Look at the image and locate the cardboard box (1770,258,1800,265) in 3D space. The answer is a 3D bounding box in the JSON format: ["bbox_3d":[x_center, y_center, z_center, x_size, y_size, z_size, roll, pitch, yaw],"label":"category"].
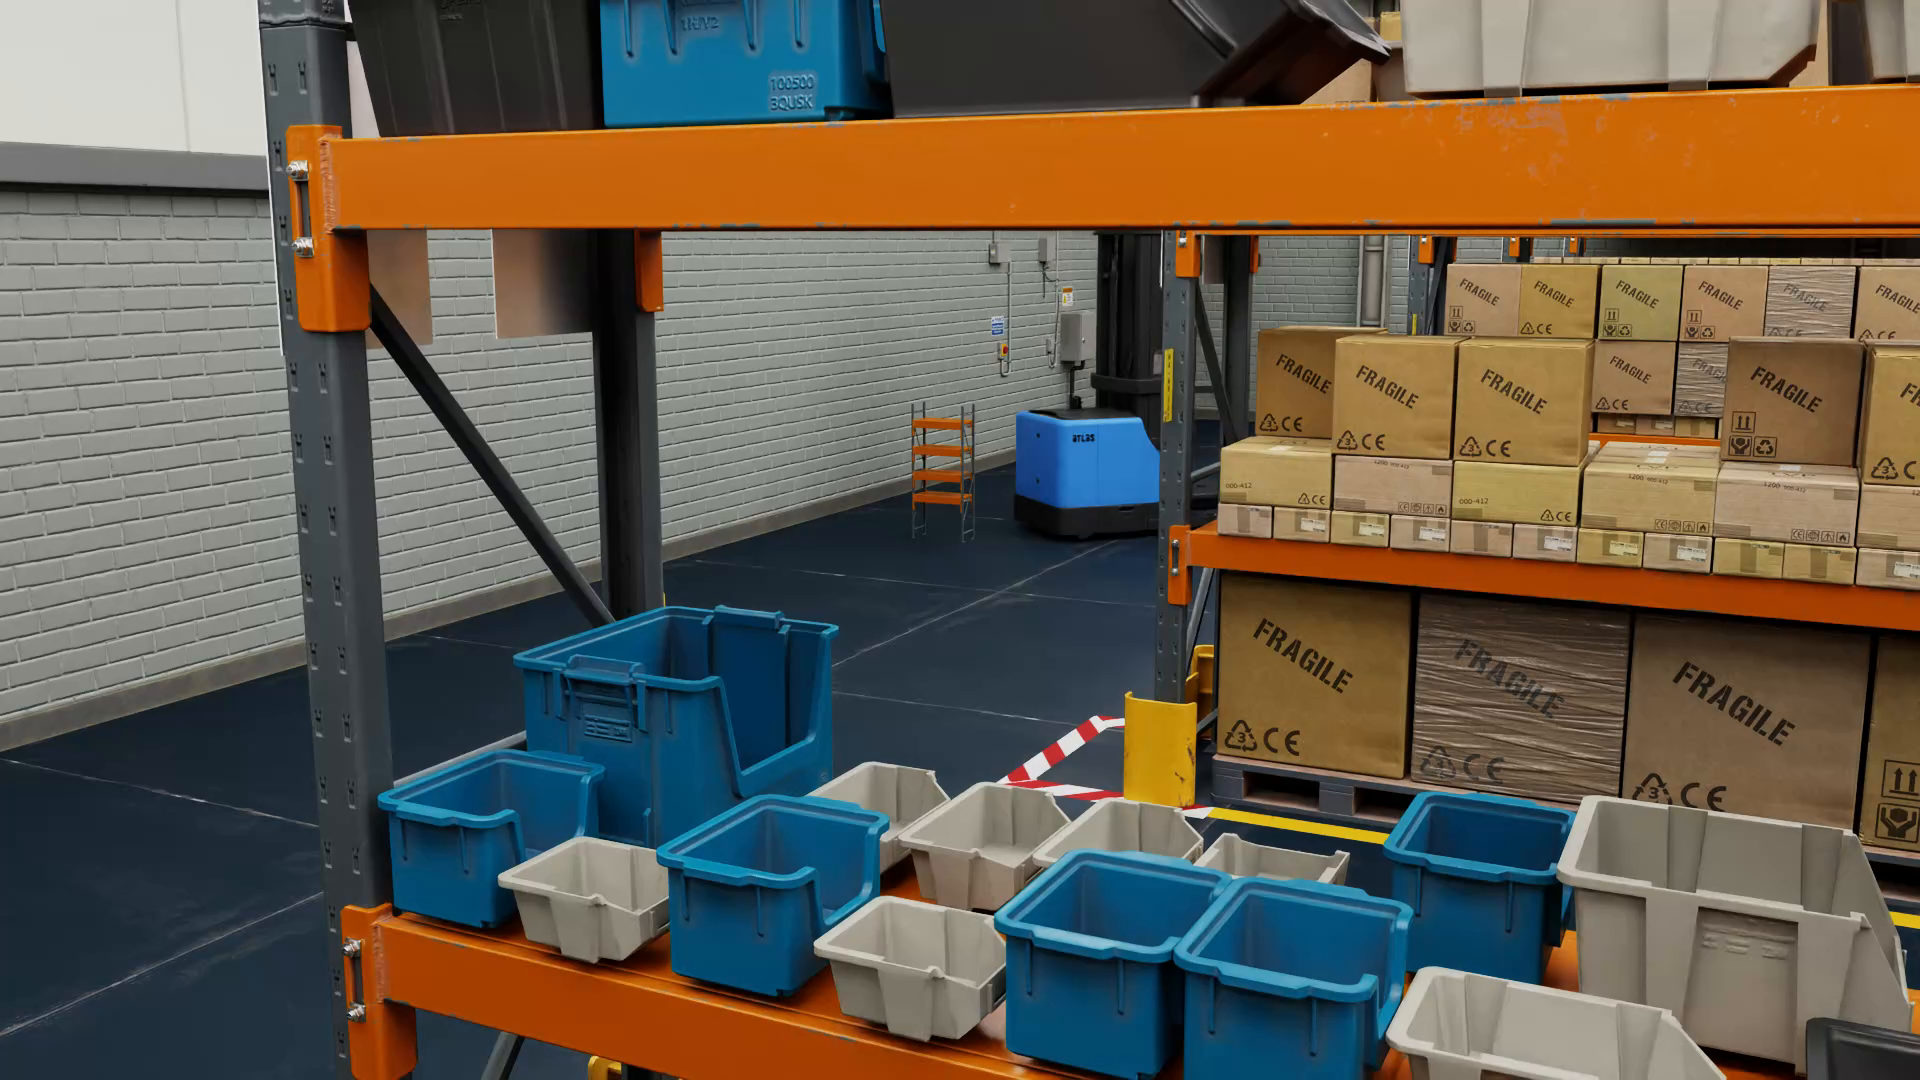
[{"bbox_3d":[7.629,-2.533,15.395,0.250,0.149,0.380,5,11,25],"label":"cardboard box"}]

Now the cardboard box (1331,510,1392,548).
[{"bbox_3d":[1.825,-0.077,7.436,0.250,0.149,0.380,5,11,24],"label":"cardboard box"}]

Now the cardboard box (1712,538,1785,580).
[{"bbox_3d":[3.208,0.045,6.765,0.250,0.149,0.380,5,11,25],"label":"cardboard box"}]

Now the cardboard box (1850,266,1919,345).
[{"bbox_3d":[6.057,-1.511,10.735,0.500,0.500,0.500,5,11,24],"label":"cardboard box"}]

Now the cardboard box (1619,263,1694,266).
[{"bbox_3d":[4.923,-1.717,11.871,0.500,0.500,0.500,6,12,29],"label":"cardboard box"}]

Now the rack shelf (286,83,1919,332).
[{"bbox_3d":[0.794,-0.494,2.637,4.000,0.370,1.077,5,11,26],"label":"rack shelf"}]

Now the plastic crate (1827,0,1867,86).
[{"bbox_3d":[1.595,-0.768,2.496,0.590,0.269,0.497,5,11,26],"label":"plastic crate"}]

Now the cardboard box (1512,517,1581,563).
[{"bbox_3d":[2.519,-0.016,7.100,0.250,0.149,0.380,5,11,25],"label":"cardboard box"}]

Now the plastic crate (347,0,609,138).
[{"bbox_3d":[-0.777,-0.867,3.041,0.590,0.269,0.497,5,11,26],"label":"plastic crate"}]

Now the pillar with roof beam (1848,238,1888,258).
[{"bbox_3d":[9.227,-4.845,16.232,0.400,9.000,9.100,5,11,26],"label":"pillar with roof beam"}]

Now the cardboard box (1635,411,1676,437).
[{"bbox_3d":[4.821,-0.813,11.504,0.250,0.149,0.380,5,11,25],"label":"cardboard box"}]

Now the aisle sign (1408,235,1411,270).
[{"bbox_3d":[3.279,-2.342,11.950,0.004,0.787,0.394,5,11,26],"label":"aisle sign"}]

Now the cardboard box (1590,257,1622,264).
[{"bbox_3d":[6.222,-2.644,16.006,0.250,0.149,0.380,5,12,28],"label":"cardboard box"}]

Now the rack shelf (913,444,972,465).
[{"bbox_3d":[-0.148,-0.757,14.668,0.480,0.148,0.258,5,11,26],"label":"rack shelf"}]

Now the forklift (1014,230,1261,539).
[{"bbox_3d":[2.069,-1.594,15.308,3.031,2.935,1.130,-4,11,-22],"label":"forklift"}]

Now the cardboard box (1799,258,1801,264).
[{"bbox_3d":[8.090,-2.601,15.770,0.250,0.149,0.380,5,11,24],"label":"cardboard box"}]

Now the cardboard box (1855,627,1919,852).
[{"bbox_3d":[4.223,0.768,6.849,0.875,0.875,0.875,5,11,26],"label":"cardboard box"}]

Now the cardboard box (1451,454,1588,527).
[{"bbox_3d":[2.421,-0.233,7.178,0.500,0.250,0.500,5,11,24],"label":"cardboard box"}]

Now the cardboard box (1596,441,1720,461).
[{"bbox_3d":[3.124,-0.277,7.425,0.500,0.250,0.500,5,11,26],"label":"cardboard box"}]

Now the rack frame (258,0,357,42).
[{"bbox_3d":[-0.999,-2.482,3.176,0.127,3.000,1.000,5,11,26],"label":"rack frame"}]

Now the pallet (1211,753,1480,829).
[{"bbox_3d":[1.944,1.102,8.051,1.213,0.211,1.003,5,11,26],"label":"pallet"}]

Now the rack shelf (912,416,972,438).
[{"bbox_3d":[-0.148,-0.990,14.625,0.480,0.148,0.258,5,11,26],"label":"rack shelf"}]

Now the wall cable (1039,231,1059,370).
[{"bbox_3d":[1.127,-3.072,20.427,0.122,1.984,0.588,5,11,26],"label":"wall cable"}]

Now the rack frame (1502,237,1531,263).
[{"bbox_3d":[5.577,-1.904,16.826,0.127,3.000,1.000,5,11,26],"label":"rack frame"}]

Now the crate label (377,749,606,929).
[{"bbox_3d":[-0.924,0.595,3.322,0.303,0.233,0.416,5,11,26],"label":"crate label"}]

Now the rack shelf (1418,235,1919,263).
[{"bbox_3d":[5.271,-2.070,11.340,4.000,0.370,1.077,5,11,26],"label":"rack shelf"}]

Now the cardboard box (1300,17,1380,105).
[{"bbox_3d":[1.682,-2.070,7.580,0.500,0.500,0.700,4,11,22],"label":"cardboard box"}]

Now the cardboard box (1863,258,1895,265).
[{"bbox_3d":[8.340,-2.482,15.110,0.250,0.149,0.380,5,11,26],"label":"cardboard box"}]

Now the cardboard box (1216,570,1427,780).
[{"bbox_3d":[1.802,0.556,8.025,0.875,0.875,0.875,5,11,26],"label":"cardboard box"}]

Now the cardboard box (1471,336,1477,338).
[{"bbox_3d":[3.758,-1.221,11.940,0.500,0.500,0.500,6,12,29],"label":"cardboard box"}]

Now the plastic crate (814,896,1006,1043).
[{"bbox_3d":[-0.064,0.734,2.823,0.298,0.136,0.250,5,11,26],"label":"plastic crate"}]

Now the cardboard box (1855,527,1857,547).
[{"bbox_3d":[3.953,-0.020,7.126,0.250,0.149,0.380,5,11,24],"label":"cardboard box"}]

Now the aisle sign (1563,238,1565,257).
[{"bbox_3d":[7.579,-3.934,20.747,0.004,0.787,0.394,5,11,26],"label":"aisle sign"}]

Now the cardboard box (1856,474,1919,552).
[{"bbox_3d":[3.802,-0.112,6.510,0.500,0.250,0.500,5,12,28],"label":"cardboard box"}]

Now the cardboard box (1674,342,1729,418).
[{"bbox_3d":[5.143,-1.103,11.288,0.500,0.500,0.500,5,11,24],"label":"cardboard box"}]

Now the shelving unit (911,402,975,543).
[{"bbox_3d":[-0.148,-0.603,14.695,0.503,1.200,0.258,5,11,26],"label":"shelving unit"}]

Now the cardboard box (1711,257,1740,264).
[{"bbox_3d":[7.383,-2.652,16.053,0.250,0.149,0.380,5,12,28],"label":"cardboard box"}]

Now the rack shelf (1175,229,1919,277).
[{"bbox_3d":[2.986,-1.285,7.007,4.000,0.370,1.077,5,11,26],"label":"rack shelf"}]

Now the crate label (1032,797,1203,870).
[{"bbox_3d":[0.326,0.649,3.295,0.243,0.136,0.396,5,11,26],"label":"crate label"}]

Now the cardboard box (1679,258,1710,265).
[{"bbox_3d":[6.930,-2.587,15.694,0.250,0.149,0.380,5,11,26],"label":"cardboard box"}]

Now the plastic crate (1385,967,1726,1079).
[{"bbox_3d":[0.893,0.796,2.480,0.466,0.136,0.293,5,11,26],"label":"plastic crate"}]

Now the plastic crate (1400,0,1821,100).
[{"bbox_3d":[0.852,-0.724,2.217,0.530,0.282,0.437,5,11,26],"label":"plastic crate"}]

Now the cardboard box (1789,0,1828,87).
[{"bbox_3d":[3.571,-1.882,6.543,0.500,0.500,0.700,6,12,29],"label":"cardboard box"}]

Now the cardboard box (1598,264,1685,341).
[{"bbox_3d":[4.675,-1.632,11.400,0.500,0.500,0.500,5,11,25],"label":"cardboard box"}]

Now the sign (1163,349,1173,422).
[{"bbox_3d":[0.941,-0.698,7.510,0.005,0.325,0.100,5,11,26],"label":"sign"}]

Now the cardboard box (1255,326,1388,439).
[{"bbox_3d":[1.745,-0.766,8.021,0.500,0.500,0.500,5,11,27],"label":"cardboard box"}]

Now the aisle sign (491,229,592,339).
[{"bbox_3d":[-0.934,-0.862,3.769,0.004,0.787,0.394,5,11,26],"label":"aisle sign"}]

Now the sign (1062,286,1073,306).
[{"bbox_3d":[1.360,-3.082,21.019,0.001,0.242,0.339,5,11,26],"label":"sign"}]

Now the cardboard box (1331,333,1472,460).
[{"bbox_3d":[1.952,-0.642,7.336,0.500,0.500,0.500,5,11,24],"label":"cardboard box"}]
